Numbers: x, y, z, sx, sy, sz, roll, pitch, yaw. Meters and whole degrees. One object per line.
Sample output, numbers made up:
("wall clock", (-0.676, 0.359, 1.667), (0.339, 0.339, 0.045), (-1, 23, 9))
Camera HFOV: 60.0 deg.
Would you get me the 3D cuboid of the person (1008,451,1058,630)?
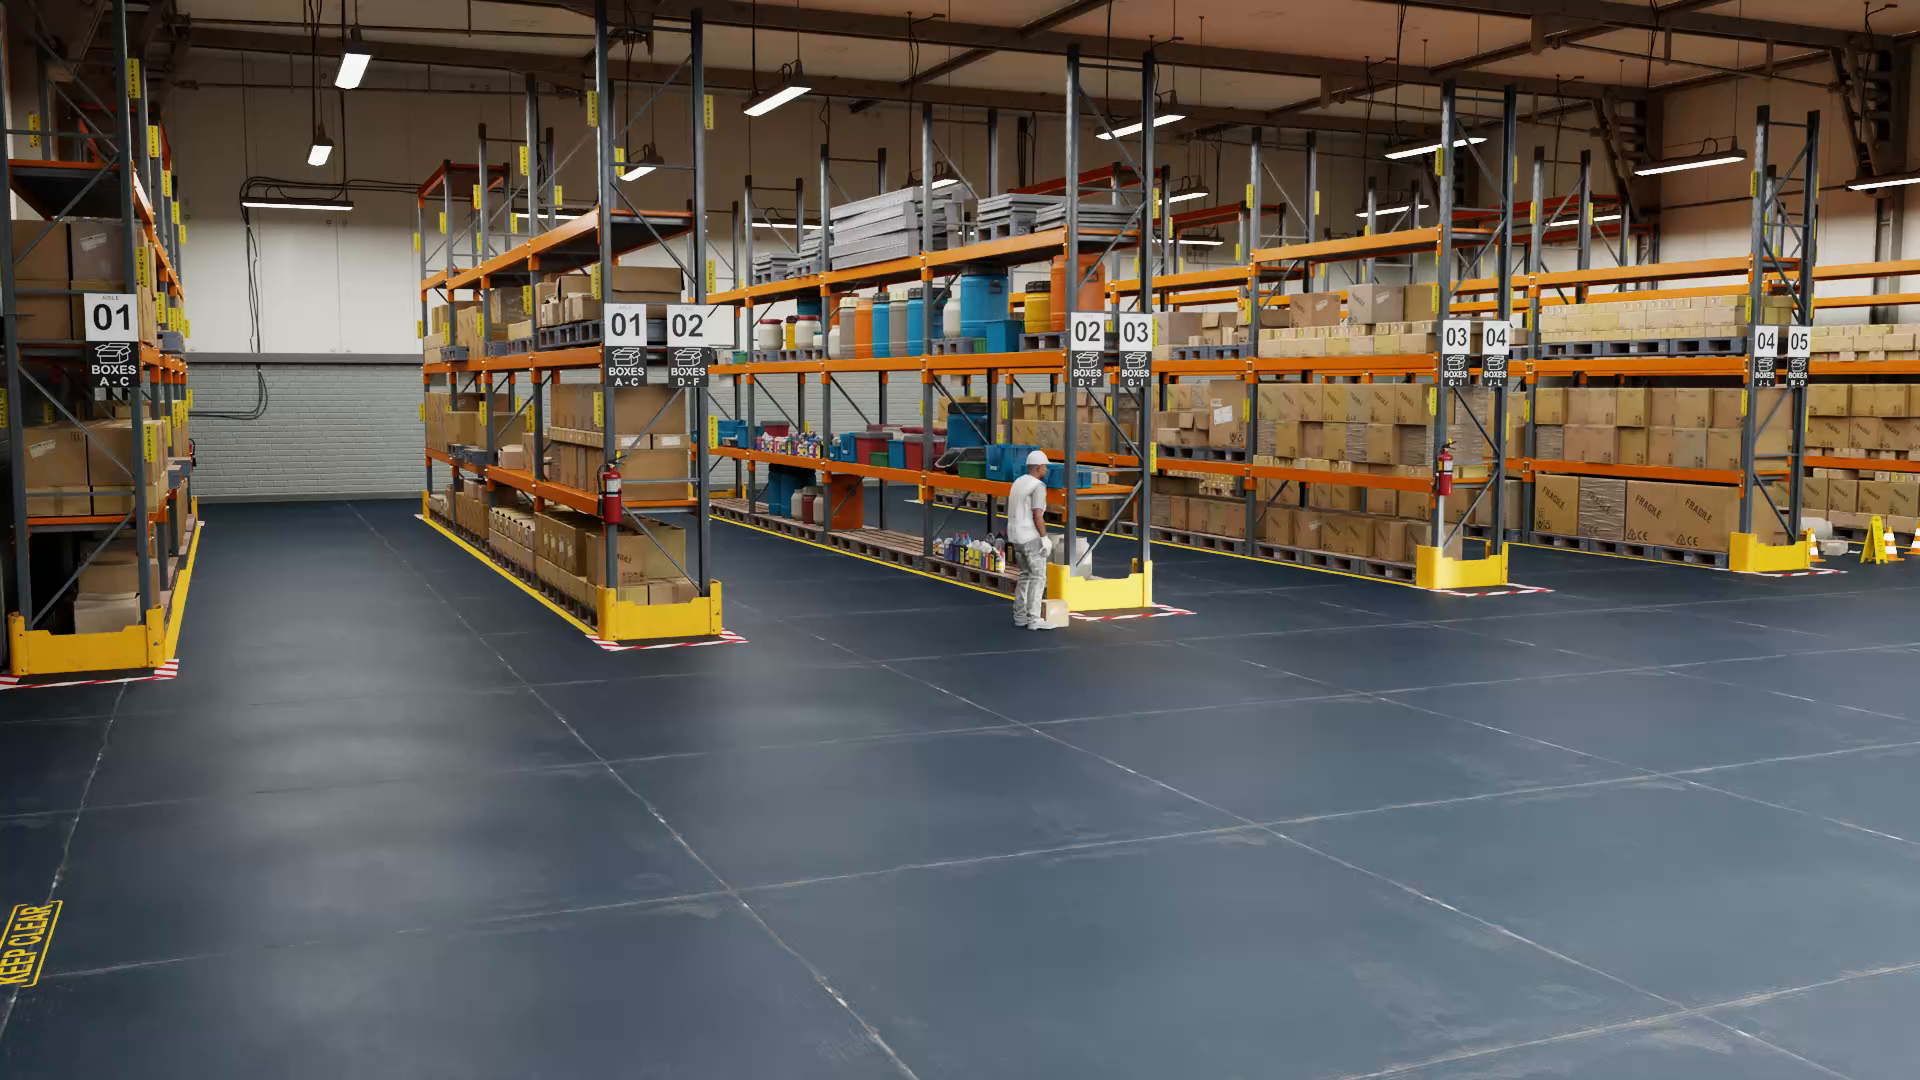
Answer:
("person", (0.725, -0.006, 16.707), (0.446, 1.775, 0.617), (-2, 6, -21))
